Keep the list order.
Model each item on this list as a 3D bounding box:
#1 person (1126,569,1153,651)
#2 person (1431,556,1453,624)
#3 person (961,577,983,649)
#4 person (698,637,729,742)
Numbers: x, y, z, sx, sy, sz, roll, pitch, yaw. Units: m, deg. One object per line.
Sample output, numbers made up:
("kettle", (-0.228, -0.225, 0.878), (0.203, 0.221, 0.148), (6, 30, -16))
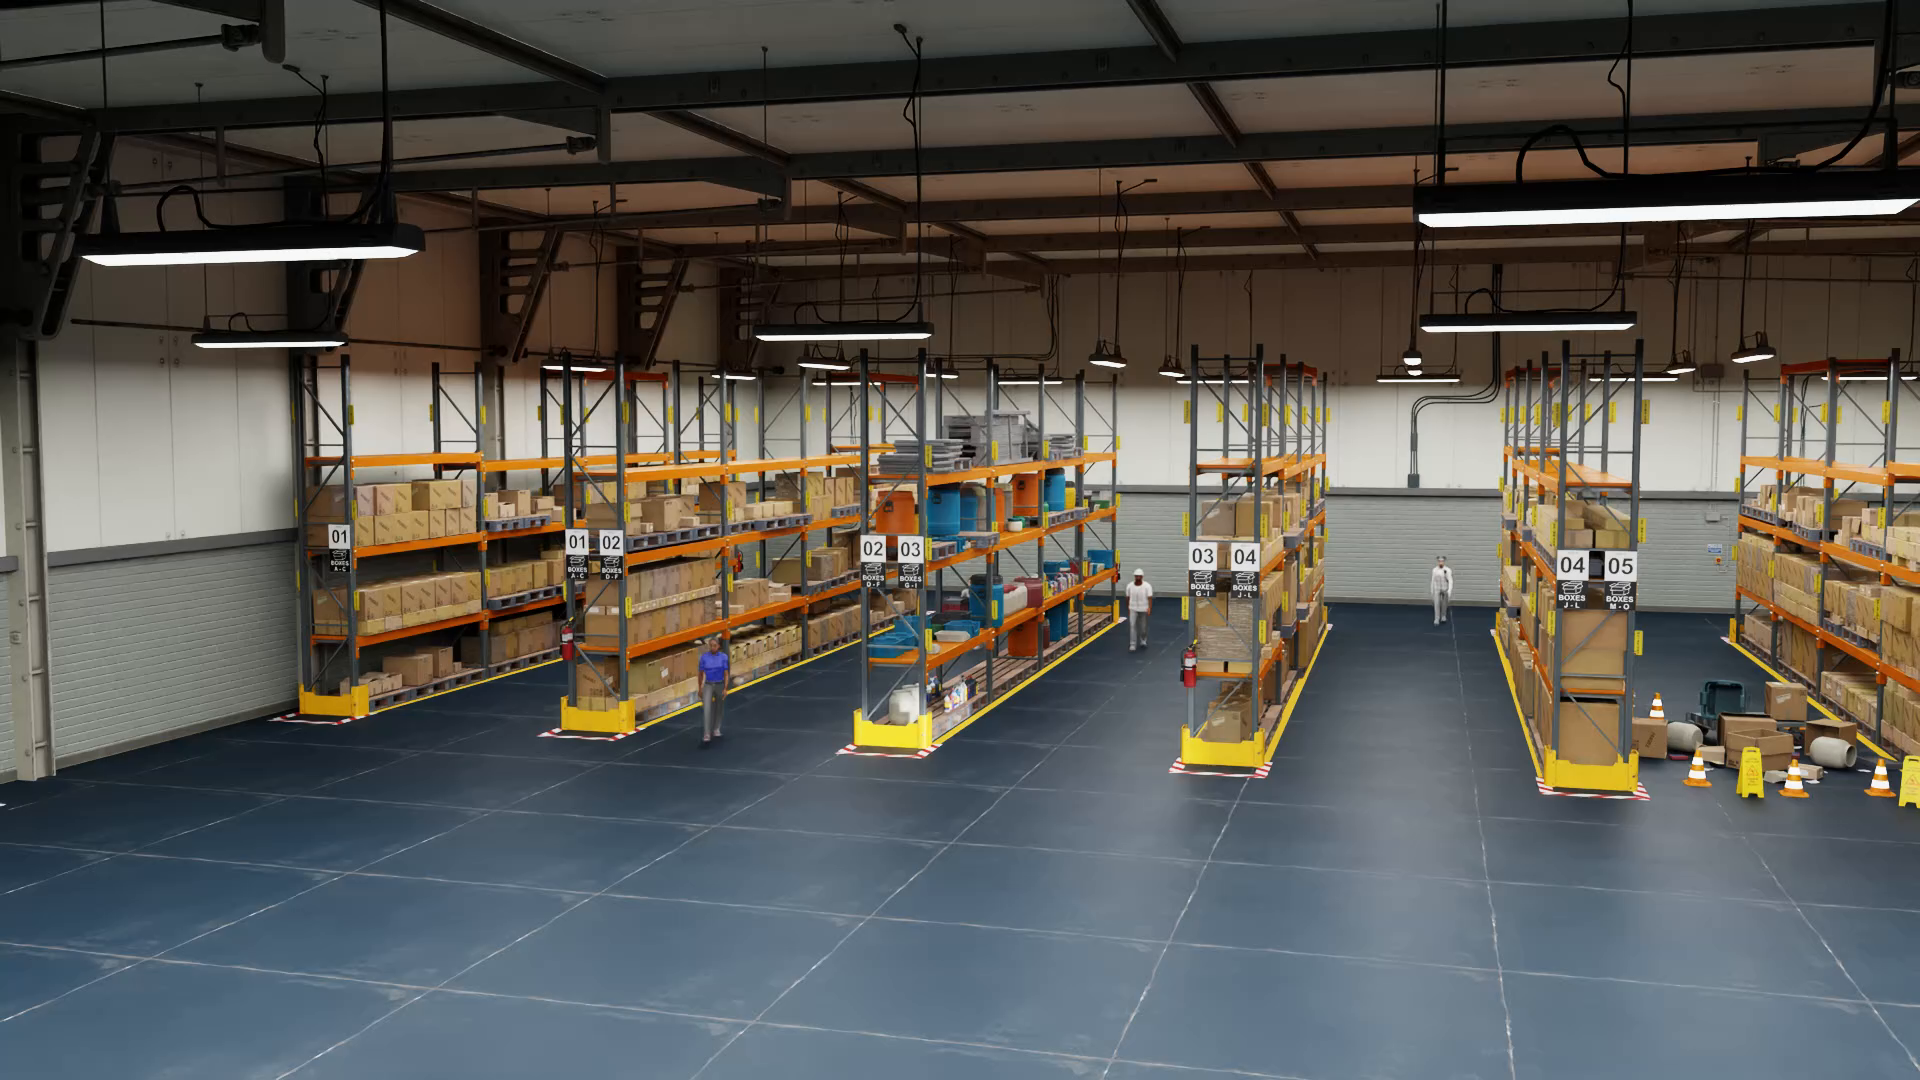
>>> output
("person", (3.814, 1.475, 35.461), (0.595, 1.711, 1.081), (1, 4, 13))
("person", (11.546, 1.182, 39.835), (0.509, 1.617, 1.042), (1, 5, 18))
("person", (0.316, 1.561, 35.413), (0.575, 1.581, 0.702), (2, 5, 26))
("person", (-3.765, 2.274, 25.412), (0.477, 1.595, 1.033), (-1, 4, -16))
